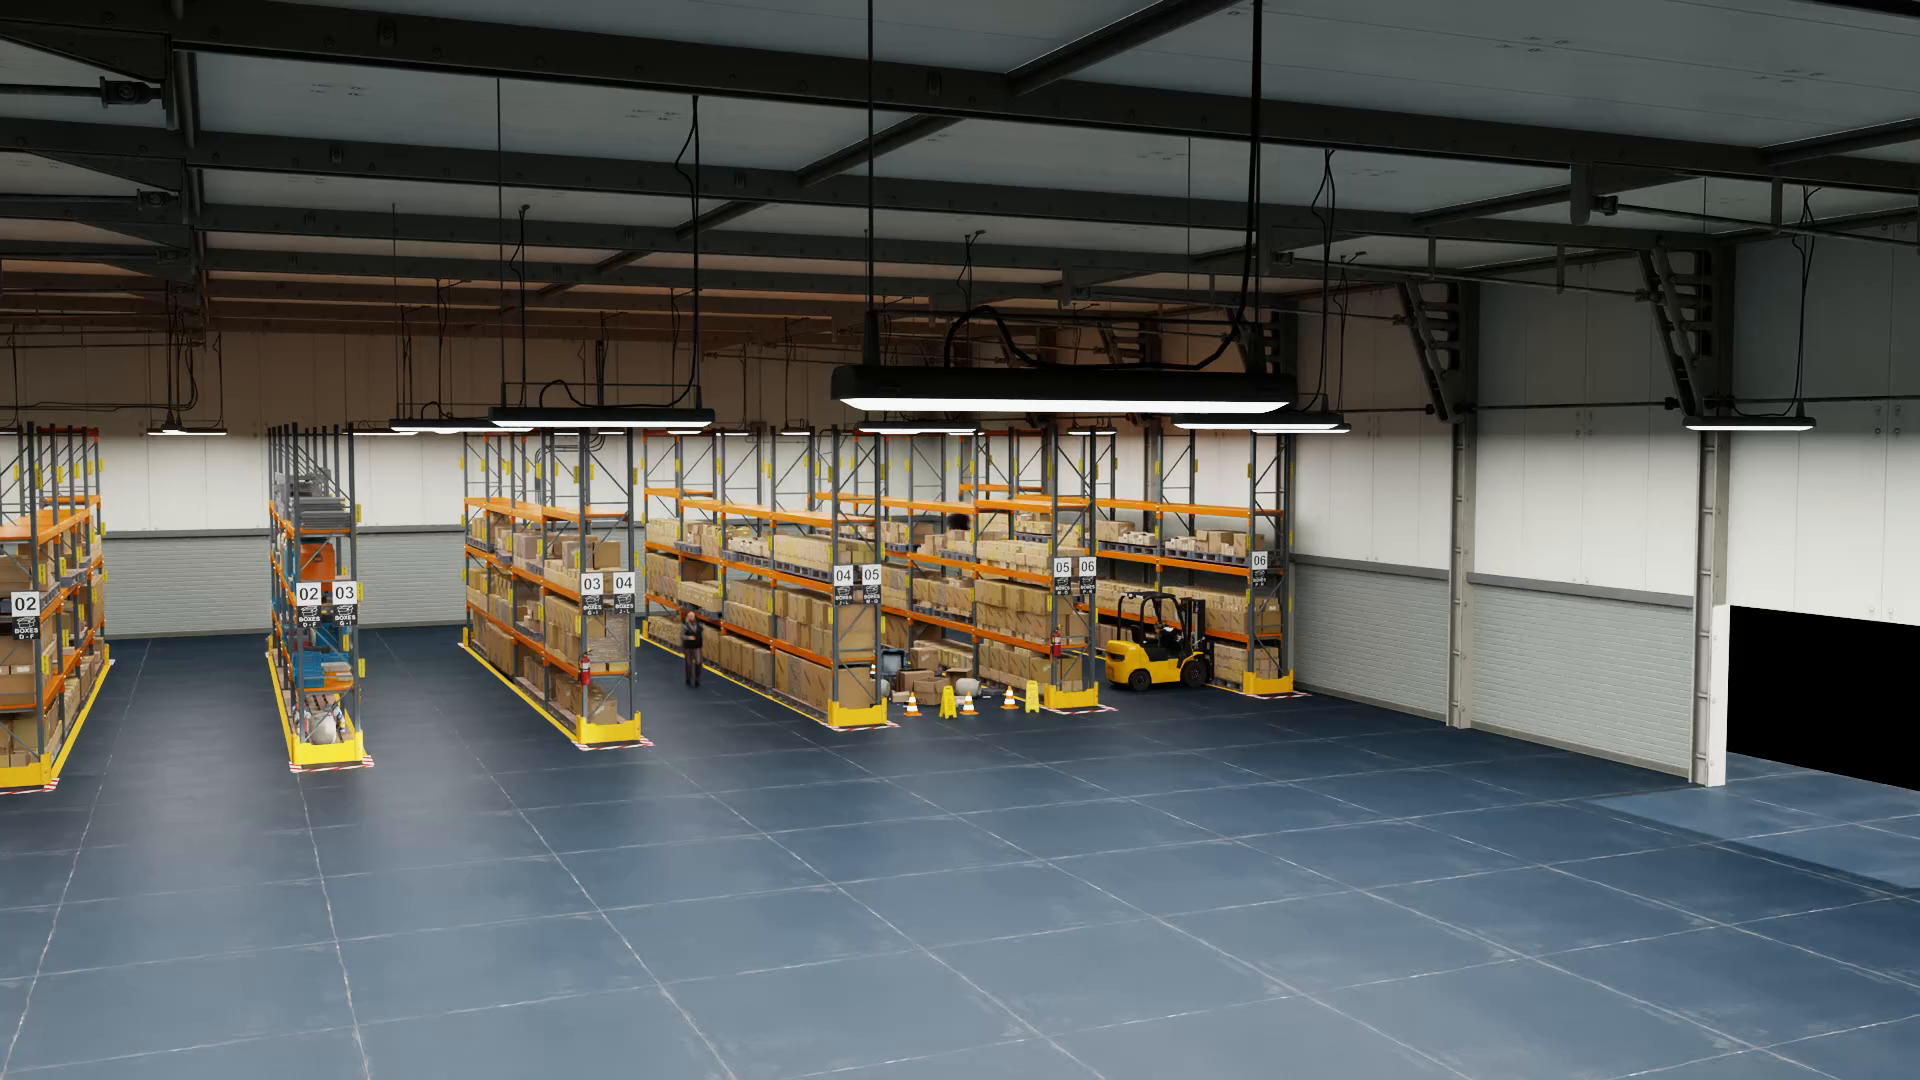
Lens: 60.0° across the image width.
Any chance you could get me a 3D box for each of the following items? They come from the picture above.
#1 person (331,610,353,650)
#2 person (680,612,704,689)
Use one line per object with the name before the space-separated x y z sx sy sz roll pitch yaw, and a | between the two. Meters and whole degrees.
person | -16.694 2.166 44.983 0.715 1.643 0.617 2 4 31
person | -6.155 2.532 38.243 0.595 1.775 0.833 -1 4 -17
